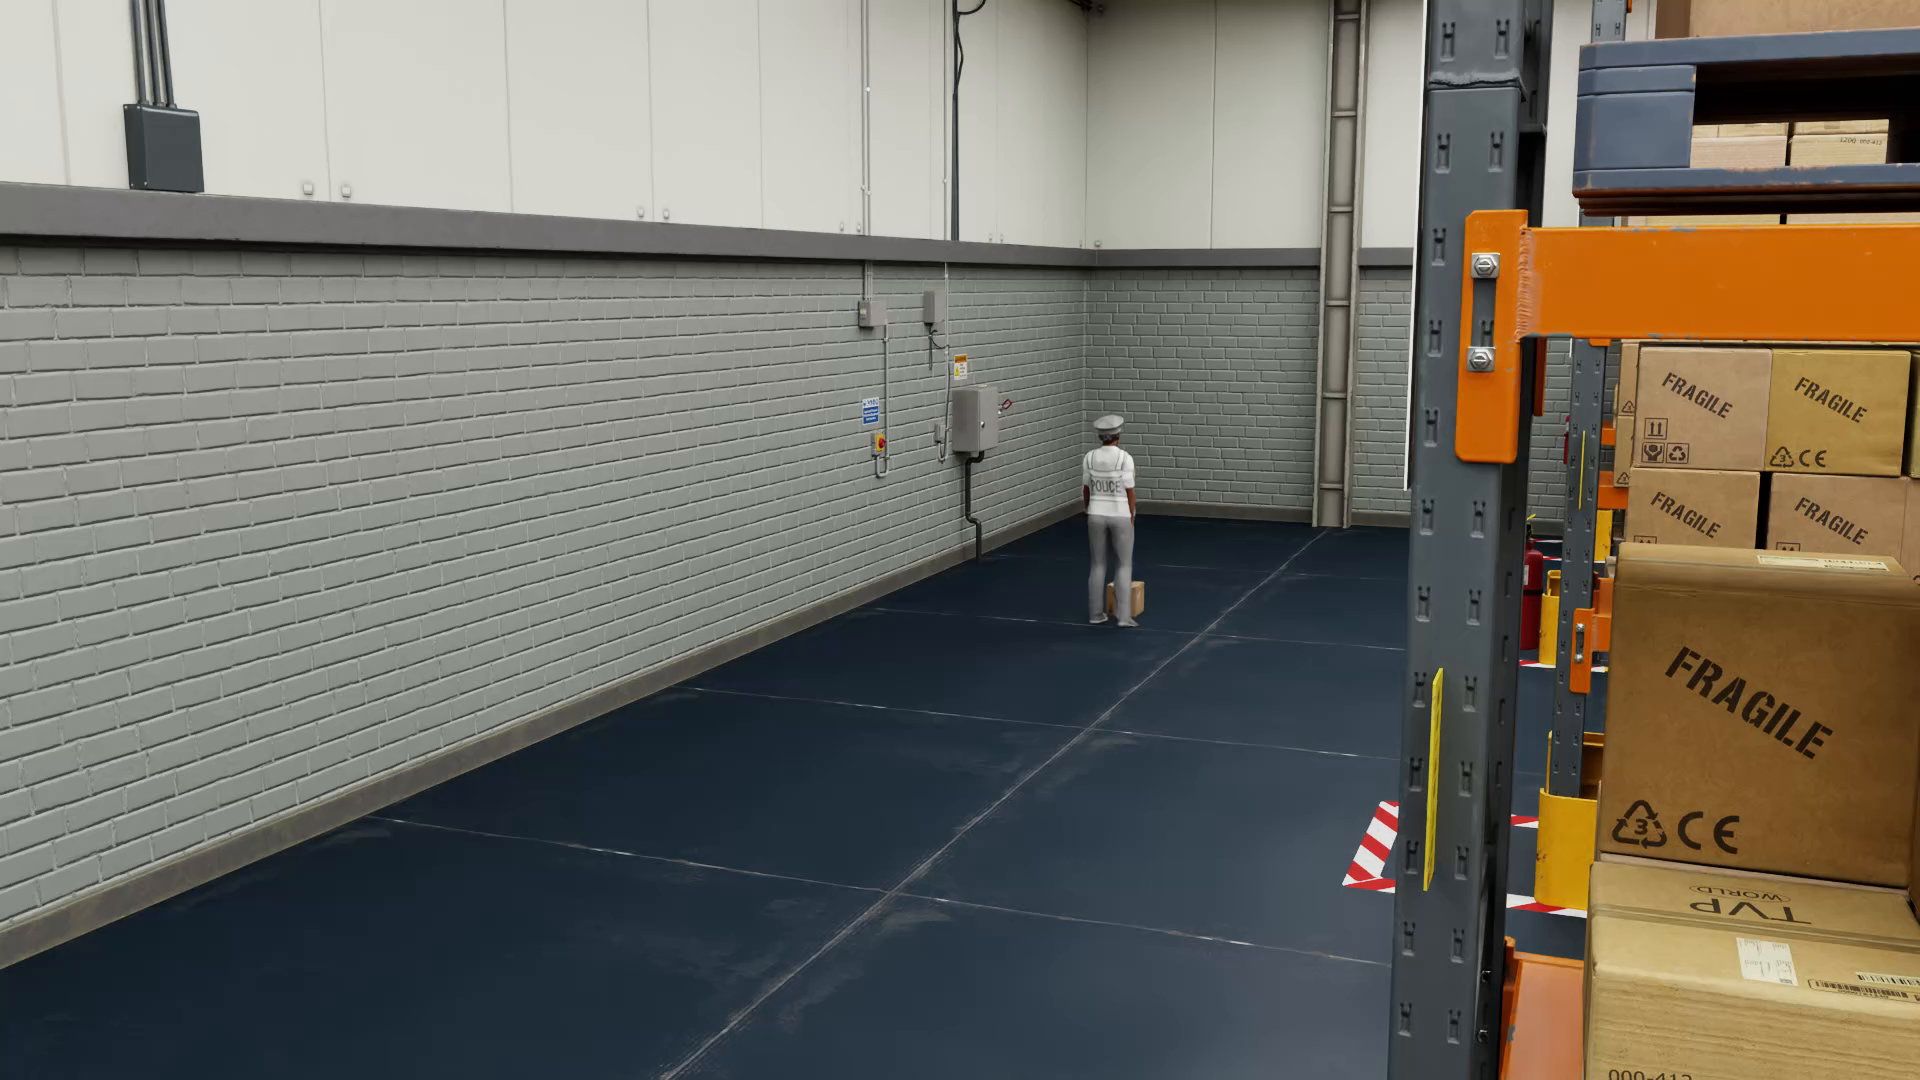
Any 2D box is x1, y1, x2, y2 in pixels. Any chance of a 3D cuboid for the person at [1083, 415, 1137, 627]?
[{"bbox_3d":[1.198,-0.138,13.282,0.452,1.716,0.351,4,10,22],"label":"person"}]
